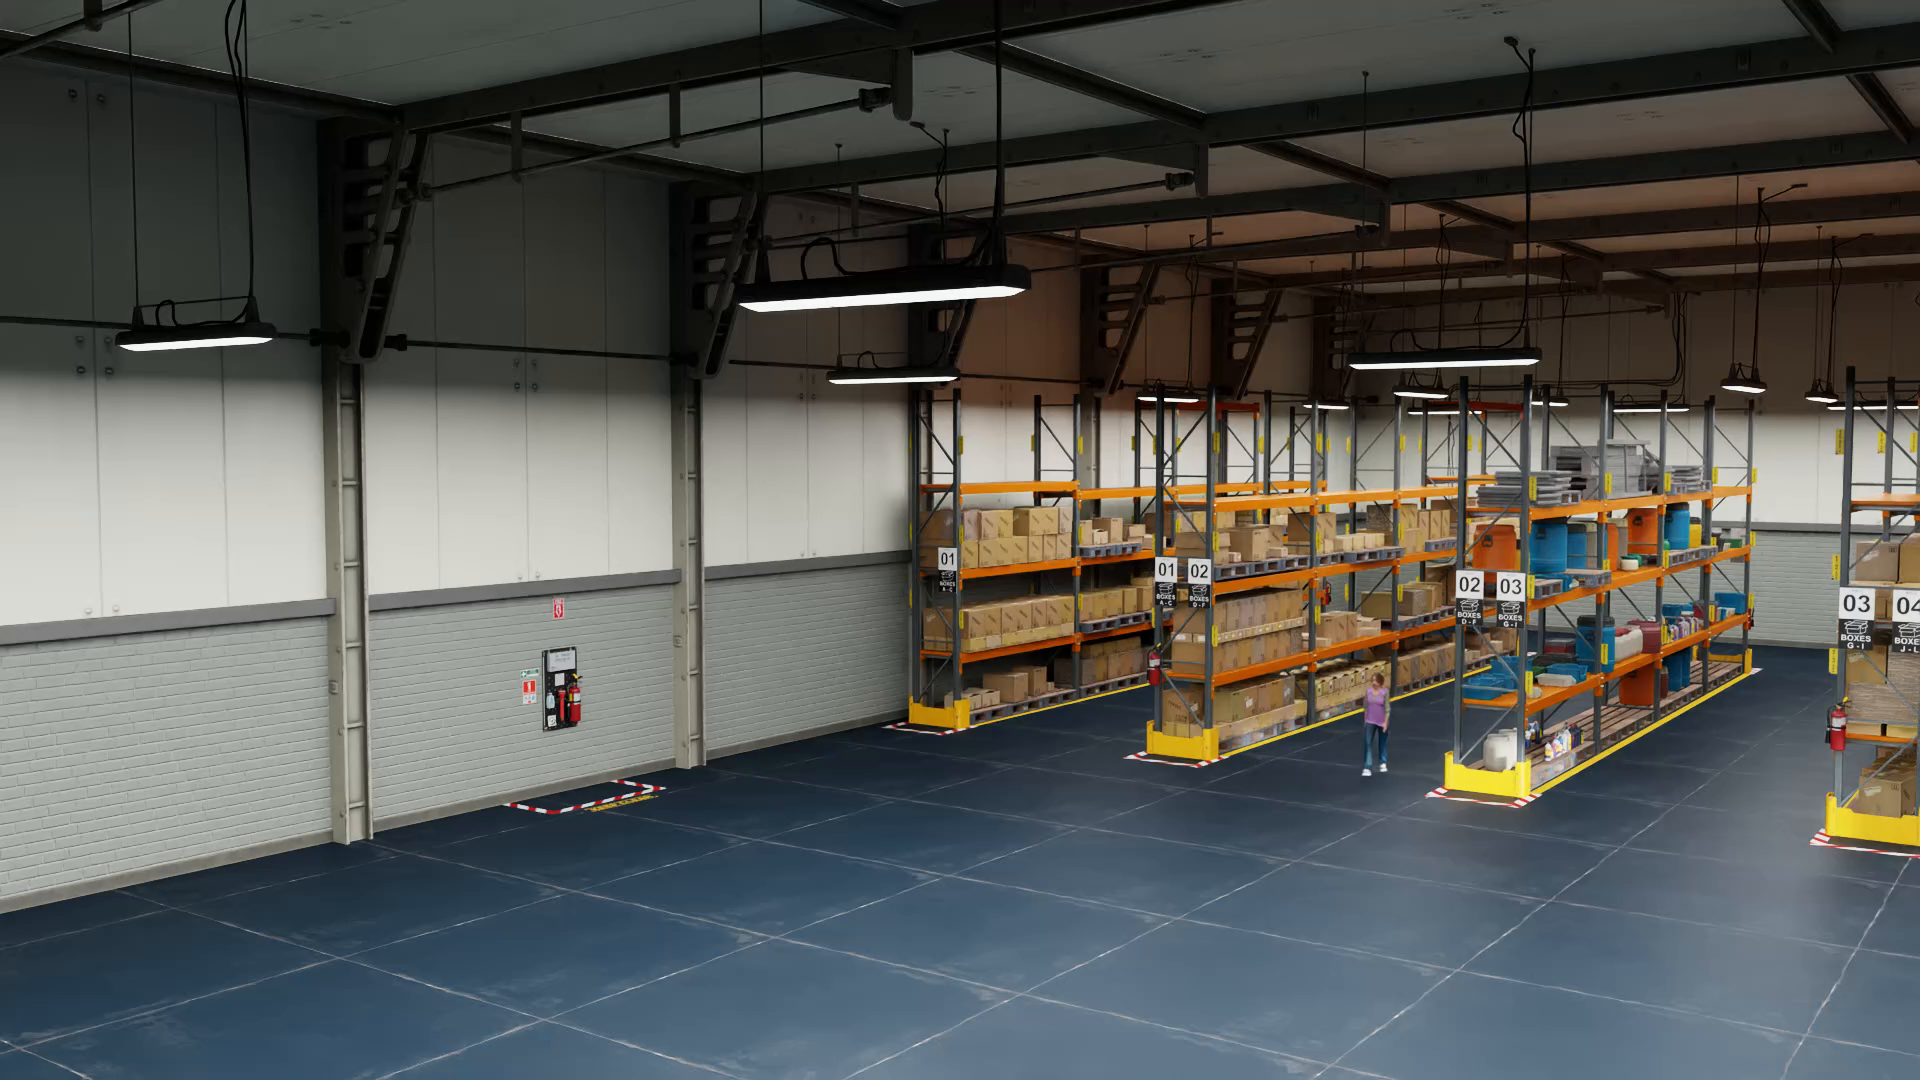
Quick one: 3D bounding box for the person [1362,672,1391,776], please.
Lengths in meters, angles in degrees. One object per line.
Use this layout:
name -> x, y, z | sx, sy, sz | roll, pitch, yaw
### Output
person -> 6.291, 2.774, 25.124 | 0.433, 1.546, 0.951 | 1, 4, 24
